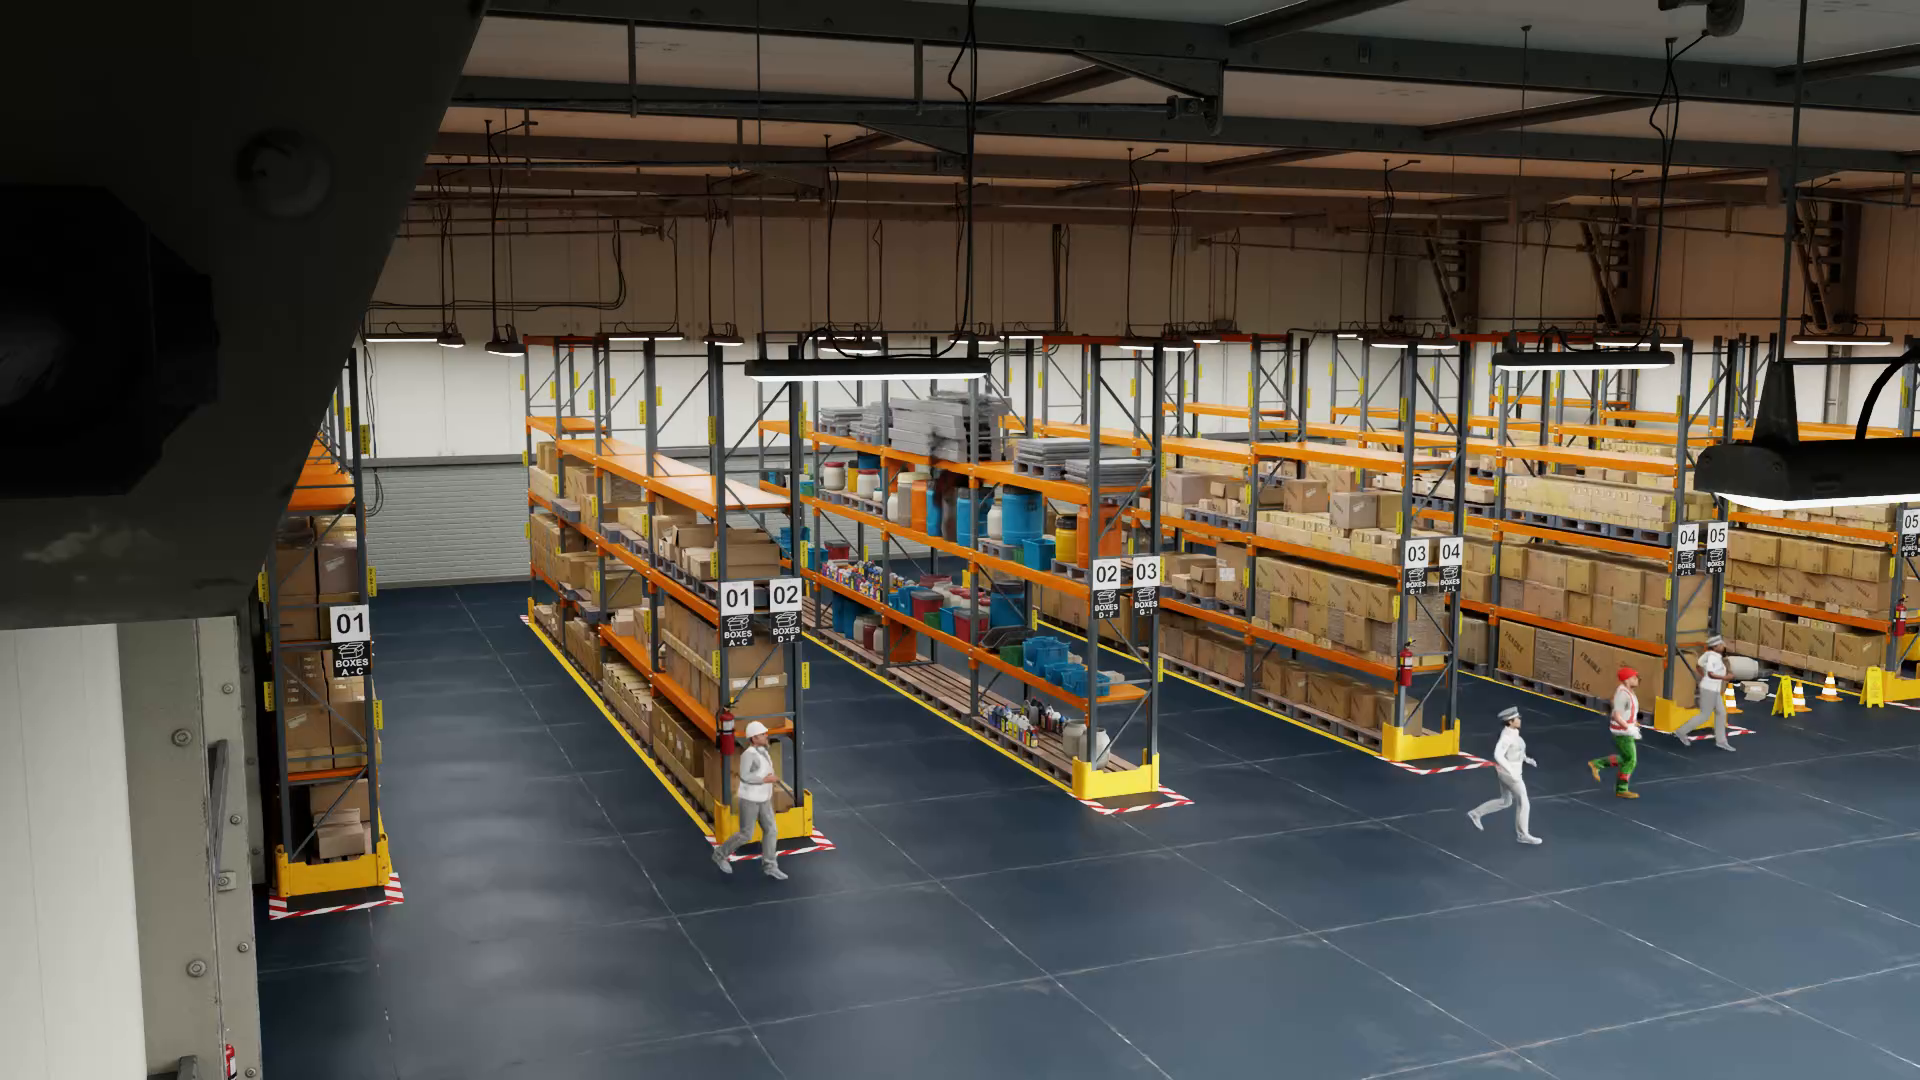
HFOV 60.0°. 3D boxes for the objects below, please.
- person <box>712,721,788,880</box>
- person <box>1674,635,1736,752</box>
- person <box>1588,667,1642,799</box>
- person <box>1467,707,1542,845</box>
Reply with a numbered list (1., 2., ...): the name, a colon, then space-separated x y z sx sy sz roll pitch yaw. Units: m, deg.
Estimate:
1. person: -2.354 2.948 18.922 0.882 1.791 0.668 2 8 17
2. person: 11.038 2.238 24.546 0.856 1.715 0.590 3 8 23
3. person: 8.710 2.540 22.086 0.665 1.763 0.665 4 8 25
4. person: 6.609 2.827 20.104 0.876 1.669 0.635 2 8 15
